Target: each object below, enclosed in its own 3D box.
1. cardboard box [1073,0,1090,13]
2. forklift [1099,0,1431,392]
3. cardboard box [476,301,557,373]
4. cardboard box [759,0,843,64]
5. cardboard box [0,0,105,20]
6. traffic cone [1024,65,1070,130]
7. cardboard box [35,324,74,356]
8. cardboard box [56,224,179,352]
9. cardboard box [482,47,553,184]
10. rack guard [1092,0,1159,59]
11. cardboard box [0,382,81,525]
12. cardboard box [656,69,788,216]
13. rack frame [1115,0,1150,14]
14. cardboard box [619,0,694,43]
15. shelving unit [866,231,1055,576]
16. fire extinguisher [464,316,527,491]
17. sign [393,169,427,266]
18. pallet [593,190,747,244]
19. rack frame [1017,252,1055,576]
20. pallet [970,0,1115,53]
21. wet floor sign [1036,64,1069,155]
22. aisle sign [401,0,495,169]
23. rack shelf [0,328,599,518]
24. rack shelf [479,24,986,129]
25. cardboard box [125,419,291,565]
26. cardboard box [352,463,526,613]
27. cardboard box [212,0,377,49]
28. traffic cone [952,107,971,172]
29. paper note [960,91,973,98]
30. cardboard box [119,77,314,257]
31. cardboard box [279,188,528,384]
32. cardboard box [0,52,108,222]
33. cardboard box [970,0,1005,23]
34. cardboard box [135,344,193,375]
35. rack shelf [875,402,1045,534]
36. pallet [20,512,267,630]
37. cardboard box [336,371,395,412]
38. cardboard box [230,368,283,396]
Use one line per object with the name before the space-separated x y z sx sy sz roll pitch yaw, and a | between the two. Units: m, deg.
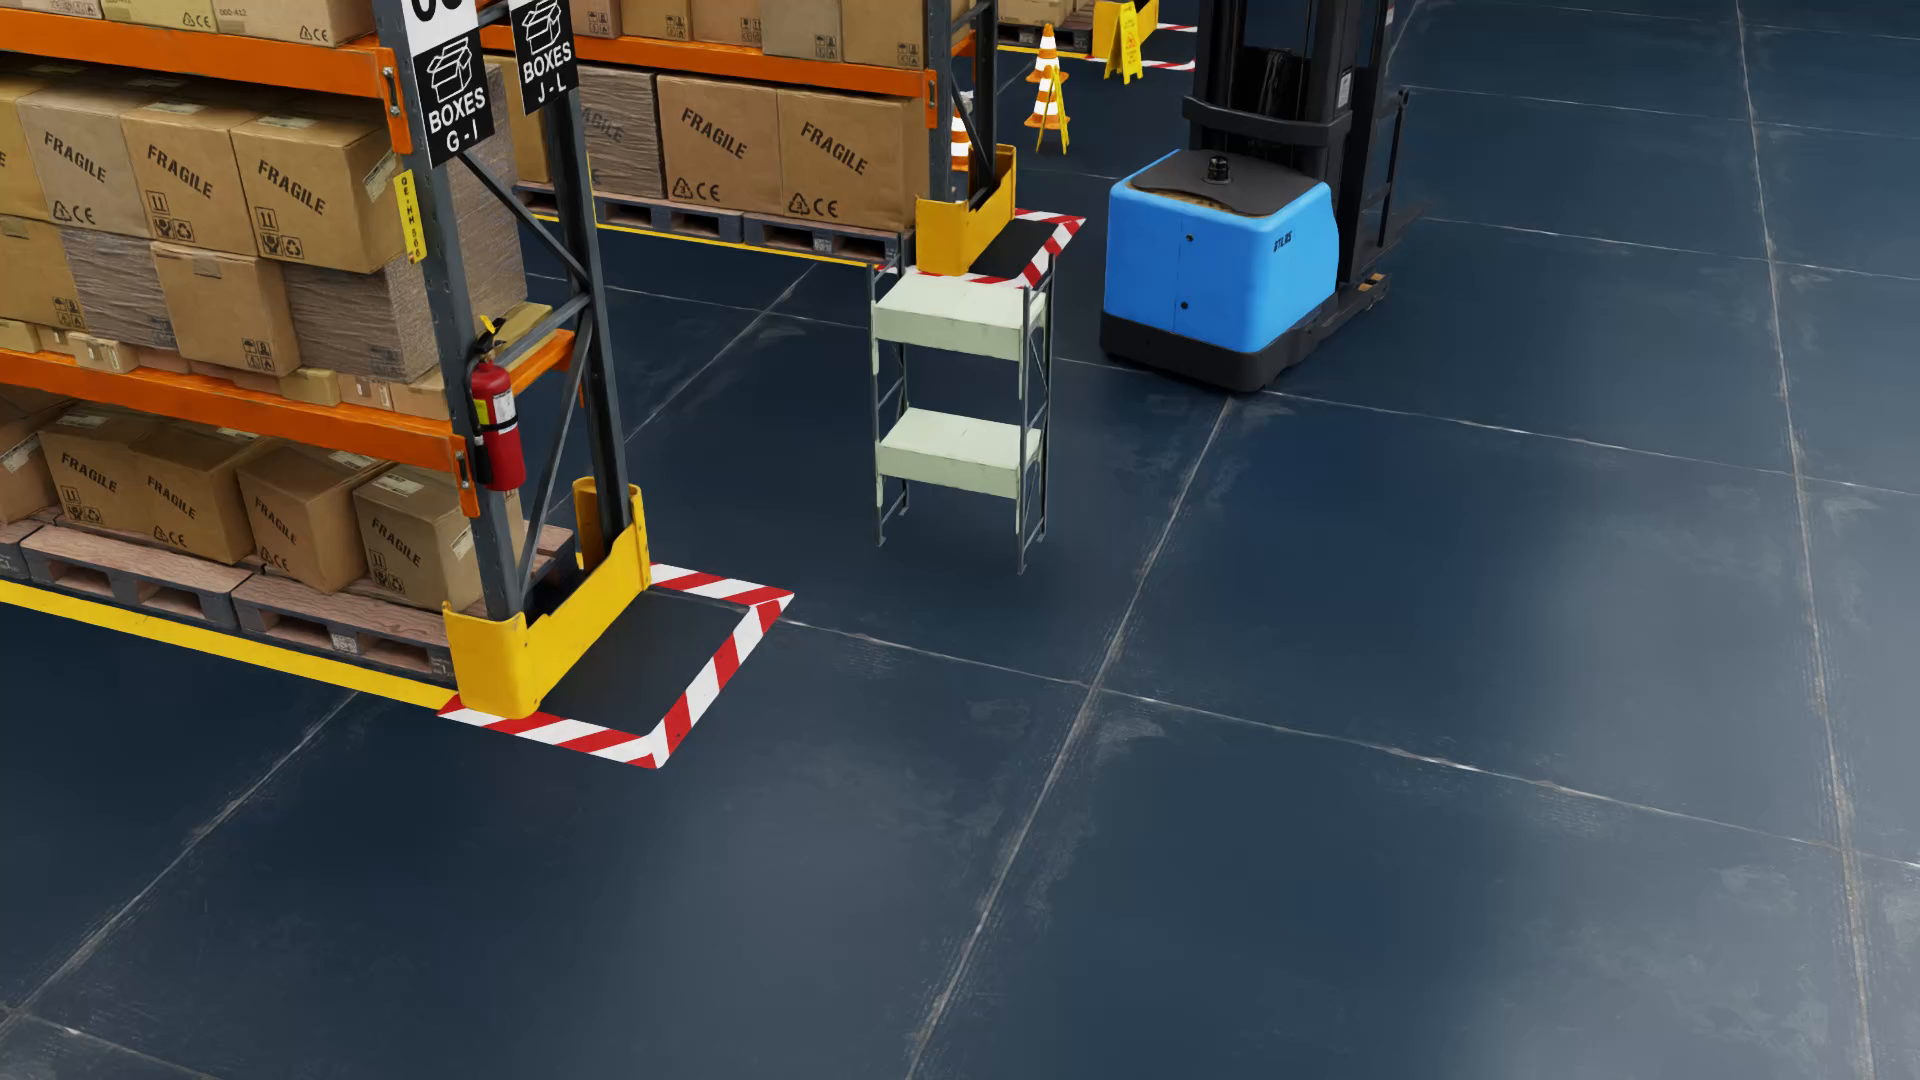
cardboard box | 0.936 -5.173 15.645 0.500 0.250 0.500 11 34 16
forklift | 2.096 -2.819 9.914 1.130 2.935 3.031 21 38 29
cardboard box | -1.929 -0.871 7.066 0.250 0.149 0.380 11 34 16
cardboard box | -0.862 -3.514 10.790 0.550 0.550 0.875 11 34 16
cardboard box | -3.231 -2.147 6.182 0.500 0.250 0.500 12 35 18
traffic cone | 0.708 -3.588 13.381 0.334 0.463 0.336 11 34 16
cardboard box | -3.739 -0.946 7.182 0.250 0.149 0.380 11 34 16
cardboard box | -3.217 -1.228 7.021 0.500 0.500 0.875 11 34 16
cardboard box | -3.170 -3.182 11.985 0.875 0.875 0.875 12 35 17
rack guard | 1.531 -4.827 15.265 0.348 0.500 1.175 11 34 16
cardboard box | -4.602 -0.467 8.125 0.500 0.500 0.500 23 39 31
cardboard box | -1.462 -2.851 11.472 0.875 0.875 0.875 10 34 16
rack frame | 1.602 -5.863 14.566 0.127 3.000 1.000 11 34 16
cardboard box | -1.860 -3.757 11.165 0.500 0.550 0.875 11 34 16
shelving unit | 0.006 -0.629 7.841 0.755 1.500 0.431 11 34 16
fire extinguisher | -1.789 -0.514 6.352 0.183 0.674 0.296 11 34 16
sign | -1.947 -1.142 5.895 0.005 0.325 0.100 11 34 16
pallet | -1.896 -2.476 11.891 1.213 0.211 1.003 11 34 16
rack frame | 0.351 -0.562 7.738 0.023 1.500 0.400 11 34 16
pallet | 0.778 -4.872 15.602 1.213 0.211 1.003 11 34 16
wet floor sign | 0.723 -3.334 12.819 0.232 0.644 0.267 5 33 8
aisle sign | -1.784 -1.731 5.768 0.004 0.787 0.394 11 34 16
rack shelf | -3.624 -0.867 7.490 4.000 0.370 1.077 11 34 16
rack shelf | -1.855 -3.381 11.384 4.000 0.370 1.077 11 34 16
cardboard box | -3.481 -0.268 7.817 0.500 0.500 0.500 14 35 21
cardboard box | -2.323 -0.052 7.483 0.500 0.500 0.500 18 37 25
cardboard box | -2.281 -1.959 5.891 0.500 0.250 0.500 12 35 18
traffic cone | 0.006 -3.074 12.584 0.334 0.463 0.336 11 34 16
paper note | 0.041 -3.772 14.065 0.142 0.019 0.148 0 33 0
cardboard box | -2.815 -1.453 6.447 0.500 0.500 0.500 11 34 16
cardboard box | -2.250 -1.085 6.798 0.500 0.500 0.875 11 34 16
cardboard box | -3.753 -1.641 6.739 0.500 0.500 0.500 11 34 16
cardboard box | 0.265 -4.994 15.367 0.500 0.250 0.500 11 34 17
cardboard box | -3.261 -0.865 7.055 0.250 0.149 0.380 11 34 16
rack shelf | 0.006 -0.355 8.018 0.720 0.370 0.431 11 34 16
pallet | -3.710 -0.036 8.112 1.213 0.211 1.003 11 34 16
cardboard box | -2.314 -0.690 6.785 0.250 0.149 0.380 11 34 16
cardboard box | -2.797 -0.763 6.898 0.250 0.149 0.380 11 34 16
